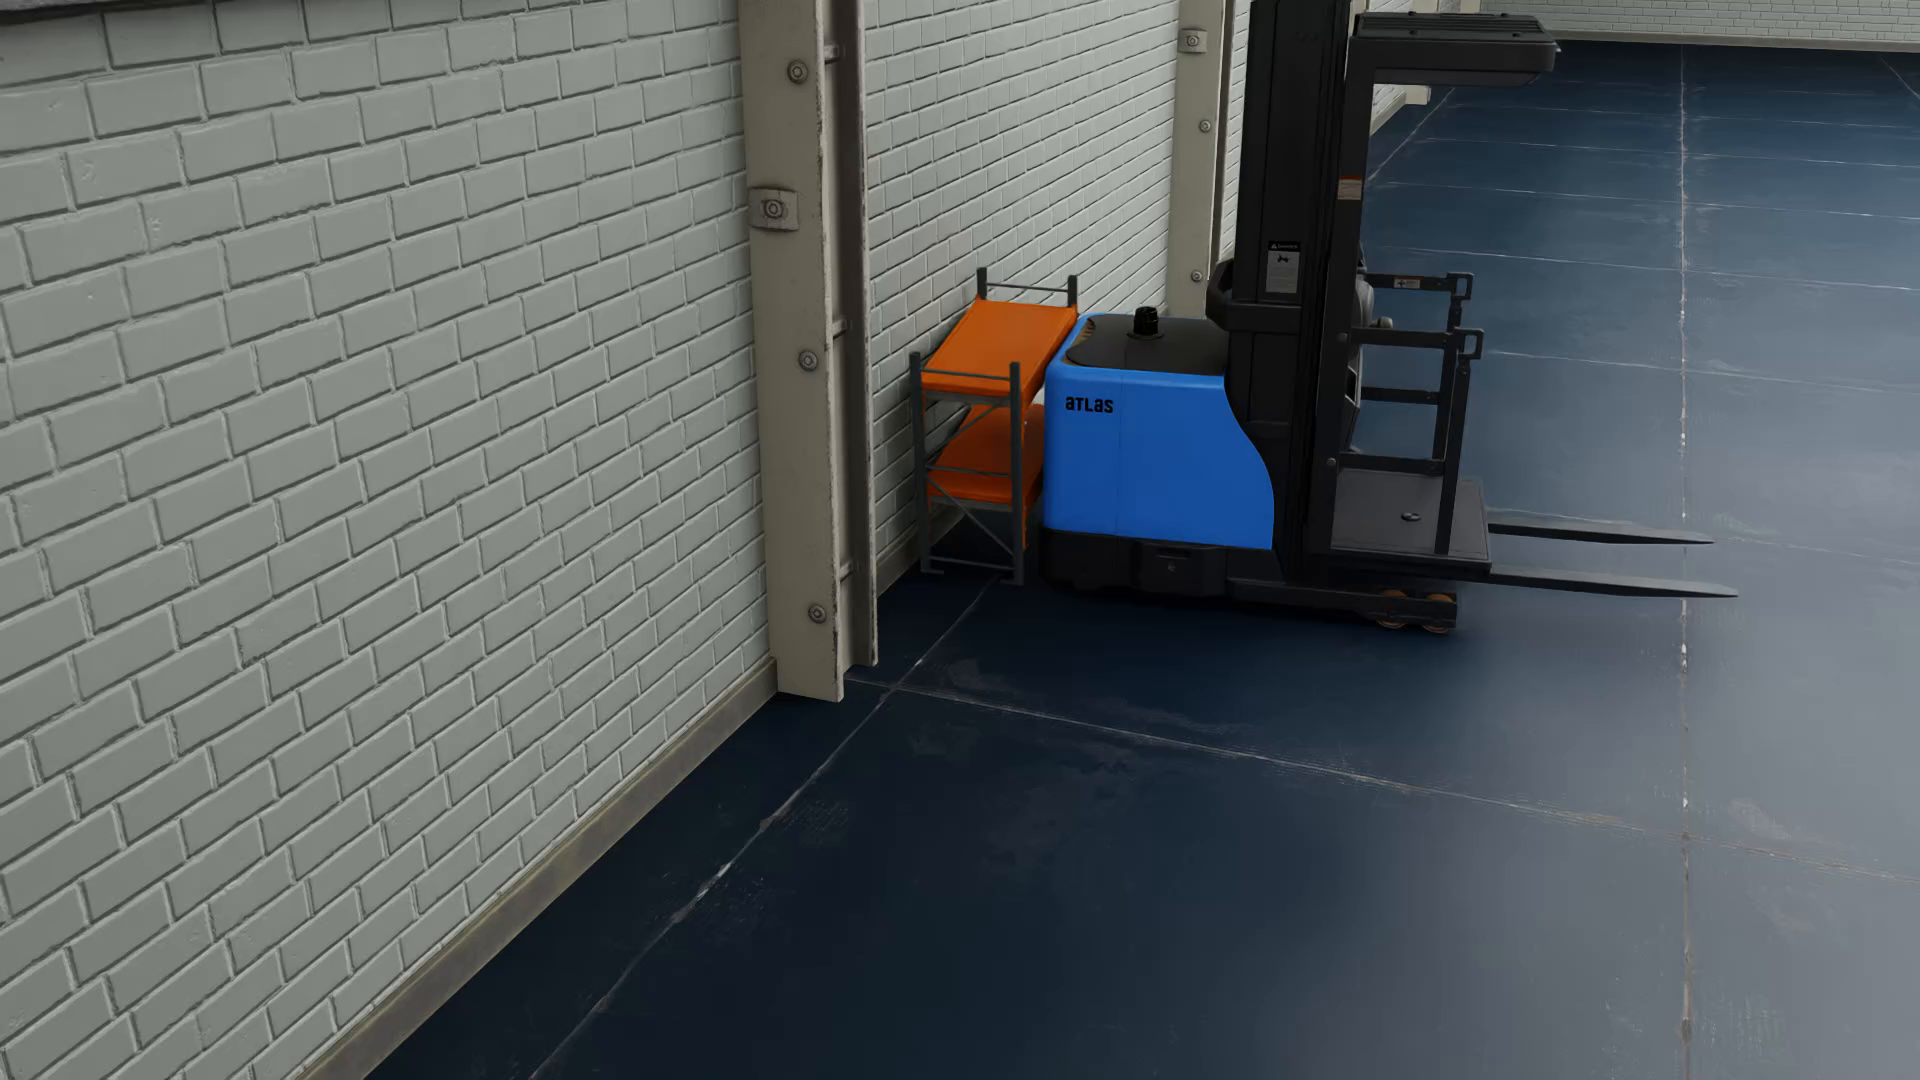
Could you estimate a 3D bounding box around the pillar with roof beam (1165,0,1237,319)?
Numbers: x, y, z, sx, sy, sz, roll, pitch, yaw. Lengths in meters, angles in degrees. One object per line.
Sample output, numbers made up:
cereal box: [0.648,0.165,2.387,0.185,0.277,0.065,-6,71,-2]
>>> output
pillar with roof beam: [5.666,-5.122,8.838,9.100,9.000,0.400,9,24,20]

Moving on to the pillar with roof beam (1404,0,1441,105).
pillar with roof beam: [10.124,-9.417,19.119,9.100,9.000,0.400,9,24,20]

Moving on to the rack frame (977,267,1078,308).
rack frame: [0.342,-0.814,8.342,0.500,1.125,0.032,8,32,16]

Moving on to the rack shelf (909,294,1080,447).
rack shelf: [0.180,-0.812,7.778,0.538,0.278,1.000,8,32,16]

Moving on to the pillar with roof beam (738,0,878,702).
pillar with roof beam: [3.438,-2.975,3.698,9.100,9.000,0.400,9,24,20]

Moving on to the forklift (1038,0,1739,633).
forklift: [1.936,-1.172,7.253,3.031,2.935,1.130,5,23,13]

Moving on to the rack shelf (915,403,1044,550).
rack shelf: [0.198,-0.351,8.053,0.538,0.278,1.000,8,32,16]

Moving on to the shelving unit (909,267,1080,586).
shelving unit: [0.190,-0.561,7.928,0.538,1.125,1.048,8,32,16]

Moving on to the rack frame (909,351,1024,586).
rack frame: [0.038,-0.308,7.514,0.500,1.125,0.032,8,32,16]

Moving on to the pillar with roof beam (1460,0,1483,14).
pillar with roof beam: [12.353,-11.564,24.259,9.100,9.000,0.400,9,24,20]

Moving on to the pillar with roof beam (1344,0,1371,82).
pillar with roof beam: [7.895,-7.270,13.978,9.100,9.000,0.400,9,24,20]
